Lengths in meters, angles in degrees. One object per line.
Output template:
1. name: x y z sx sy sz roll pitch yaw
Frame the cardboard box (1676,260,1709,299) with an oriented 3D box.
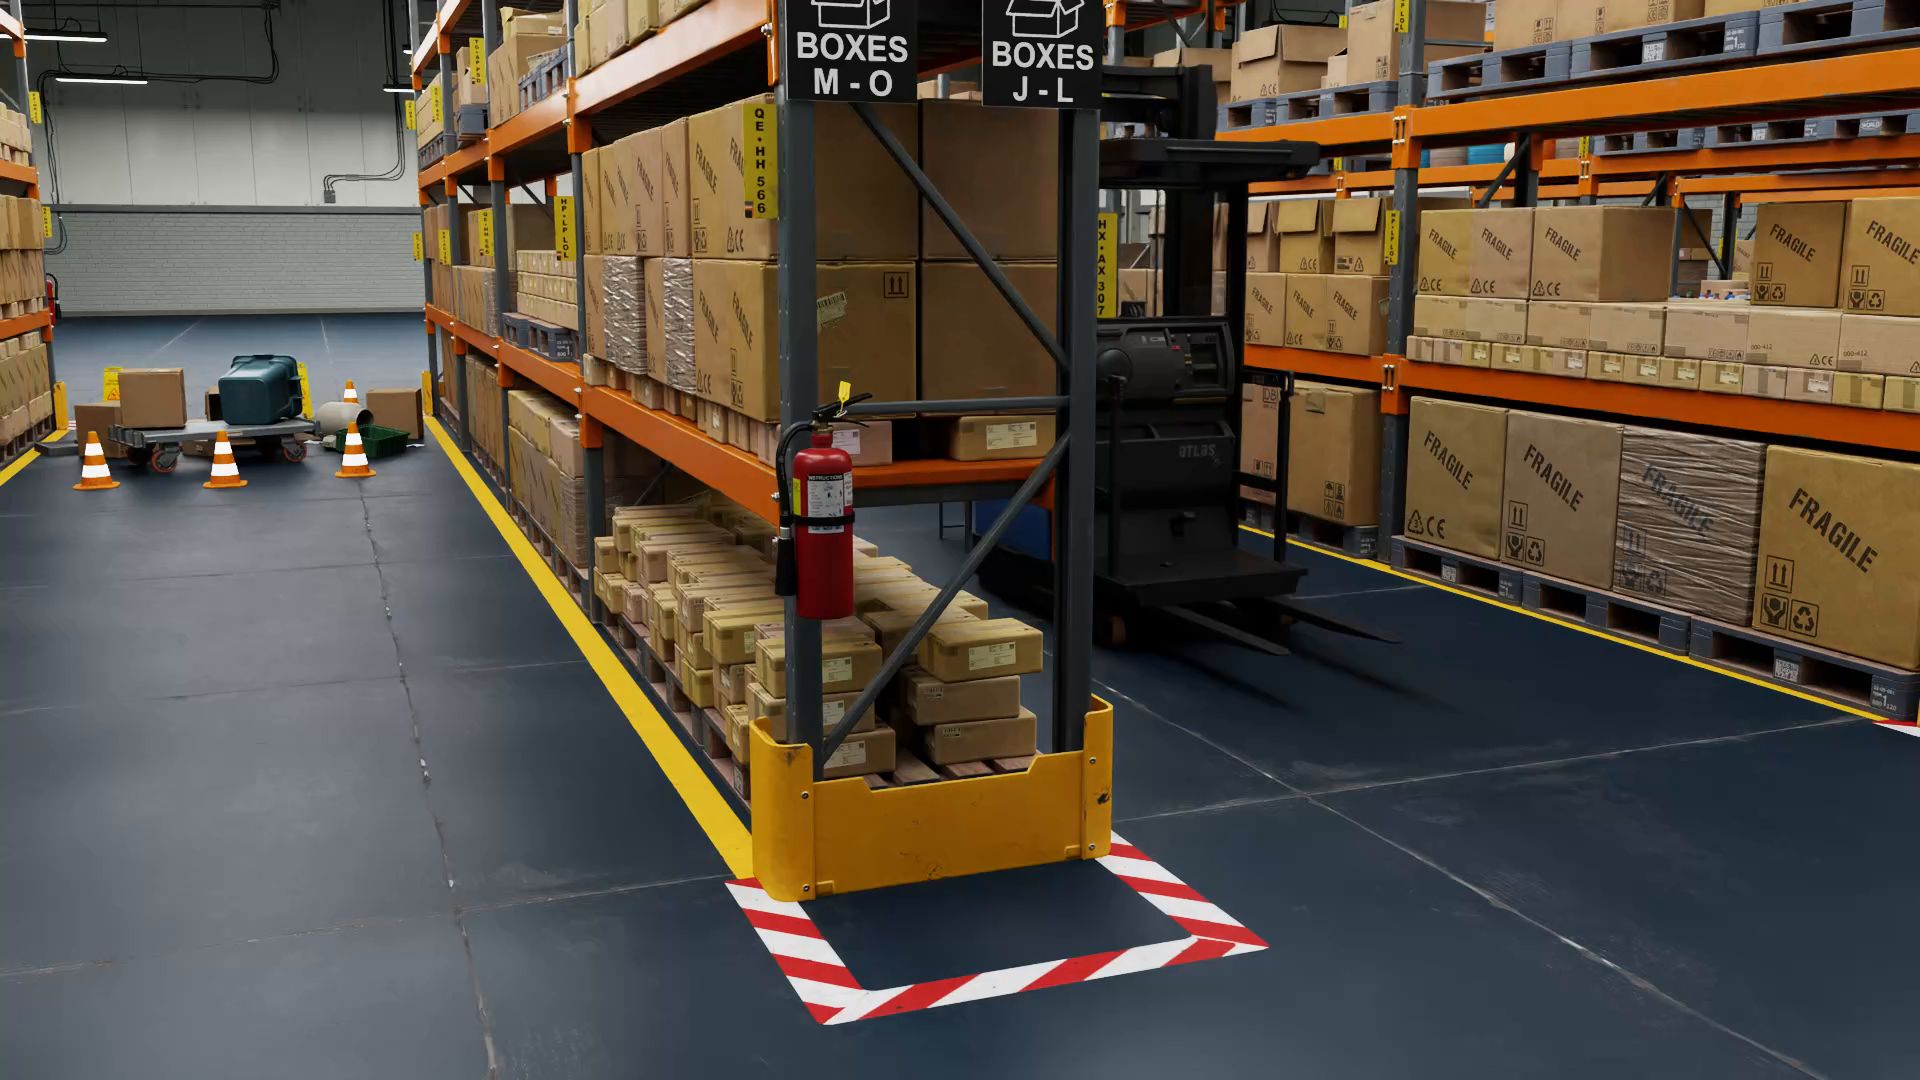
1. cardboard box: 9.323 -3.414 21.762 0.700 0.500 0.500 -4 11 -22

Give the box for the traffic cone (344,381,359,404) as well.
1. traffic cone: -6.985 -1.593 19.057 0.336 0.463 0.334 -4 11 -21

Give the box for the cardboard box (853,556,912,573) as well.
1. cardboard box: -0.425 0.176 7.110 0.380 0.149 0.250 -4 11 -20

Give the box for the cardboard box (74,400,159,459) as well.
1. cardboard box: -8.102 -1.068 15.987 0.500 0.500 0.500 3 11 18

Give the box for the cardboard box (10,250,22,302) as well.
1. cardboard box: -9.456 -2.565 16.142 0.500 0.500 0.500 -4 11 -20

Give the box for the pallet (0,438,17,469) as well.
1. pallet: -9.258 -0.770 15.147 1.003 0.211 1.213 -4 11 -21

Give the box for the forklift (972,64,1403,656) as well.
1. forklift: 1.118 -0.985 8.590 1.130 2.935 3.031 -4 11 -23

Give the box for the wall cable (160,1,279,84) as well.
1. wall cable: -20.944 -14.182 46.914 3.097 2.526 0.112 -4 11 -21

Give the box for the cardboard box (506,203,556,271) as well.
1. cardboard box: -3.108 -2.329 12.807 0.700 0.500 0.500 -4 11 -21

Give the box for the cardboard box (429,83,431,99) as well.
1. cardboard box: -5.202 -4.573 16.954 0.380 0.149 0.250 -4 11 -21

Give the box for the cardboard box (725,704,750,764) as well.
1. cardboard box: -0.629 0.681 5.968 0.380 0.149 0.250 -4 11 -19

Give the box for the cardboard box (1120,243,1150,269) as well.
1. cardboard box: 1.471 -2.353 14.600 0.500 0.500 0.500 -5 11 -28

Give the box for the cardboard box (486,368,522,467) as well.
1. cardboard box: -3.412 -1.060 14.040 1.050 0.750 0.750 -4 11 -20

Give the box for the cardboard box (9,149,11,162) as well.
1. cardboard box: -9.692 -3.834 16.561 0.380 0.149 0.250 -4 11 -21

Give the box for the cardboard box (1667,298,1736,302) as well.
1. cardboard box: 3.933 -1.208 9.227 0.500 0.250 0.500 -4 11 -20

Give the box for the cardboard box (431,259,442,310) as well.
1. cardboard box: -5.372 -2.848 18.436 0.875 0.550 0.550 -4 11 -21

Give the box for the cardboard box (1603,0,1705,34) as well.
1. cardboard box: 3.741 -2.835 8.455 0.700 0.500 0.500 -3 11 -18

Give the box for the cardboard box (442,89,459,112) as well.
1. cardboard box: -4.822 -4.236 16.197 0.500 0.250 0.500 -4 11 -22

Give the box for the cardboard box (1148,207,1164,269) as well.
1. cardboard box: 1.954 -2.434 13.391 0.797 0.503 0.637 -4 11 -19

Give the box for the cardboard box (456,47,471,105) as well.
1. cardboard box: -3.846 -3.761 13.666 0.500 0.500 0.500 -4 11 -21

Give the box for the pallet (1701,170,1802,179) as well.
1. pallet: 9.821 -4.532 20.315 0.805 0.209 1.217 -4 11 -23

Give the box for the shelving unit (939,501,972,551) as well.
1. shelving unit: 0.060 -0.564 11.163 0.258 1.200 0.503 -4 11 -21

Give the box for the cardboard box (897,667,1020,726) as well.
1. cardboard box: -0.007 0.541 5.906 0.380 0.149 0.250 -3 11 -19

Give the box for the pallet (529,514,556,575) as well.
1. pallet: -2.235 -0.014 10.897 1.003 0.211 1.213 -4 11 -21

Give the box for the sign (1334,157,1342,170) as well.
1. sign: 4.354 -4.427 19.153 0.100 0.325 0.005 -4 11 -21

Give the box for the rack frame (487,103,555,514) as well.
1. rack frame: -2.955 -1.713 12.488 1.000 3.000 0.127 -4 11 -21

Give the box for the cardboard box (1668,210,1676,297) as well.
1. cardboard box: 3.747 -1.661 9.628 0.500 0.500 0.500 -4 11 -20

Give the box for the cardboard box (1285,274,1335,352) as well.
1. cardboard box: 2.557 -1.548 11.274 0.500 0.500 0.500 -4 11 -19

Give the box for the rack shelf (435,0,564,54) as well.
1. rack shelf: -3.680 -4.442 13.896 1.077 0.370 4.000 -4 11 -21

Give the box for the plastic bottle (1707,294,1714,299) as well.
1. plastic bottle: 6.528 -2.000 14.466 0.097 0.271 0.097 0 10 0

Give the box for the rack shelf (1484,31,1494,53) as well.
1. rack shelf: 5.596 -5.055 17.340 1.077 0.370 4.000 -4 11 -21

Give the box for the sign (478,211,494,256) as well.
1. sign: -3.471 -2.248 12.185 0.100 0.325 0.005 -4 11 -21

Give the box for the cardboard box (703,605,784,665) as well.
1. cardboard box: -0.734 0.347 6.146 0.380 0.149 0.250 -4 11 -22

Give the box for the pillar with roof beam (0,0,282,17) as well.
1. pillar with roof beam: -22.503 -10.326 43.775 9.100 9.000 0.548 -4 11 -21

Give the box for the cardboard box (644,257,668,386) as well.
1. cardboard box: -1.004 -0.909 6.830 0.500 0.500 0.500 -3 11 -18

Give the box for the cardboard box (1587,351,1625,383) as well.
1. cardboard box: 3.517 -0.911 8.696 0.380 0.149 0.250 -4 11 -23

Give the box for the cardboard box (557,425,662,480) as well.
1. cardboard box: -2.011 -0.511 9.527 0.500 0.250 0.500 -4 11 -22

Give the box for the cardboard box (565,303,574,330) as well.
1. cardboard box: -2.108 -1.320 9.794 0.380 0.149 0.250 -4 11 -24

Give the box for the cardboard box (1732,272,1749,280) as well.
1. cardboard box: 12.536 -4.097 26.258 0.500 0.250 0.500 -4 11 -23

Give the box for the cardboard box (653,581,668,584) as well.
1. cardboard box: -1.202 0.233 7.637 0.380 0.149 0.250 -3 11 -18

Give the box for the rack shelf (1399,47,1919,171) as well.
1. rack shelf: 3.879 -2.155 8.459 1.077 0.370 4.000 -4 11 -21

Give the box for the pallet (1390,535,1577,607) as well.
1. pallet: 3.357 0.143 10.013 1.003 0.211 1.213 -4 11 -21

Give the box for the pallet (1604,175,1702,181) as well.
1. pallet: 9.156 -4.863 21.885 1.003 0.211 1.213 -4 11 -21

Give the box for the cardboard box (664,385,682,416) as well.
1. cardboard box: -1.045 -0.617 7.042 0.380 0.149 0.250 -3 11 -19

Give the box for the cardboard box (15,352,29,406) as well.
1. cardboard box: -9.335 -1.543 16.039 0.500 0.500 0.500 -3 11 -18

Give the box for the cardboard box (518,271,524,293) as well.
1. cardboard box: -2.967 -1.851 11.932 0.380 0.149 0.250 -3 11 -18

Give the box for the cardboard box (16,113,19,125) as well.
1. cardboard box: -9.976 -4.353 17.204 0.380 0.149 0.250 -4 11 -20

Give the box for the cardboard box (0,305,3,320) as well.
1. cardboard box: -9.118 -2.106 15.411 0.380 0.149 0.250 -4 11 -19

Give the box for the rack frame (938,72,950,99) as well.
1. rack frame: 0.255 -5.618 17.310 1.000 3.000 0.127 -4 11 -21

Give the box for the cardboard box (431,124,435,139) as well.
1. cardboard box: -5.203 -4.180 17.024 0.380 0.149 0.250 -4 11 -20

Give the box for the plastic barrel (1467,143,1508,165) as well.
1. plastic barrel: 5.732 -4.420 17.706 0.600 0.901 0.708 -4 11 -21

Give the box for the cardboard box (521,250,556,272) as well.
1. cardboard box: -2.868 -1.958 11.682 0.380 0.149 0.250 -4 11 -22

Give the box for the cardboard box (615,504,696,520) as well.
1. cardboard box: -1.574 -0.087 8.588 0.380 0.149 0.250 -3 11 -19

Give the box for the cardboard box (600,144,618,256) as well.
1. cardboard box: -1.367 -1.576 7.724 0.500 0.500 0.500 -4 11 -23

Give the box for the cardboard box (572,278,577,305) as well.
1. cardboard box: -2.018 -1.426 9.541 0.380 0.149 0.250 -3 11 -18

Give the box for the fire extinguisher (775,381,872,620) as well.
1. fire extinguisher: -0.395 -0.116 4.790 0.296 0.674 0.183 -4 11 -21
